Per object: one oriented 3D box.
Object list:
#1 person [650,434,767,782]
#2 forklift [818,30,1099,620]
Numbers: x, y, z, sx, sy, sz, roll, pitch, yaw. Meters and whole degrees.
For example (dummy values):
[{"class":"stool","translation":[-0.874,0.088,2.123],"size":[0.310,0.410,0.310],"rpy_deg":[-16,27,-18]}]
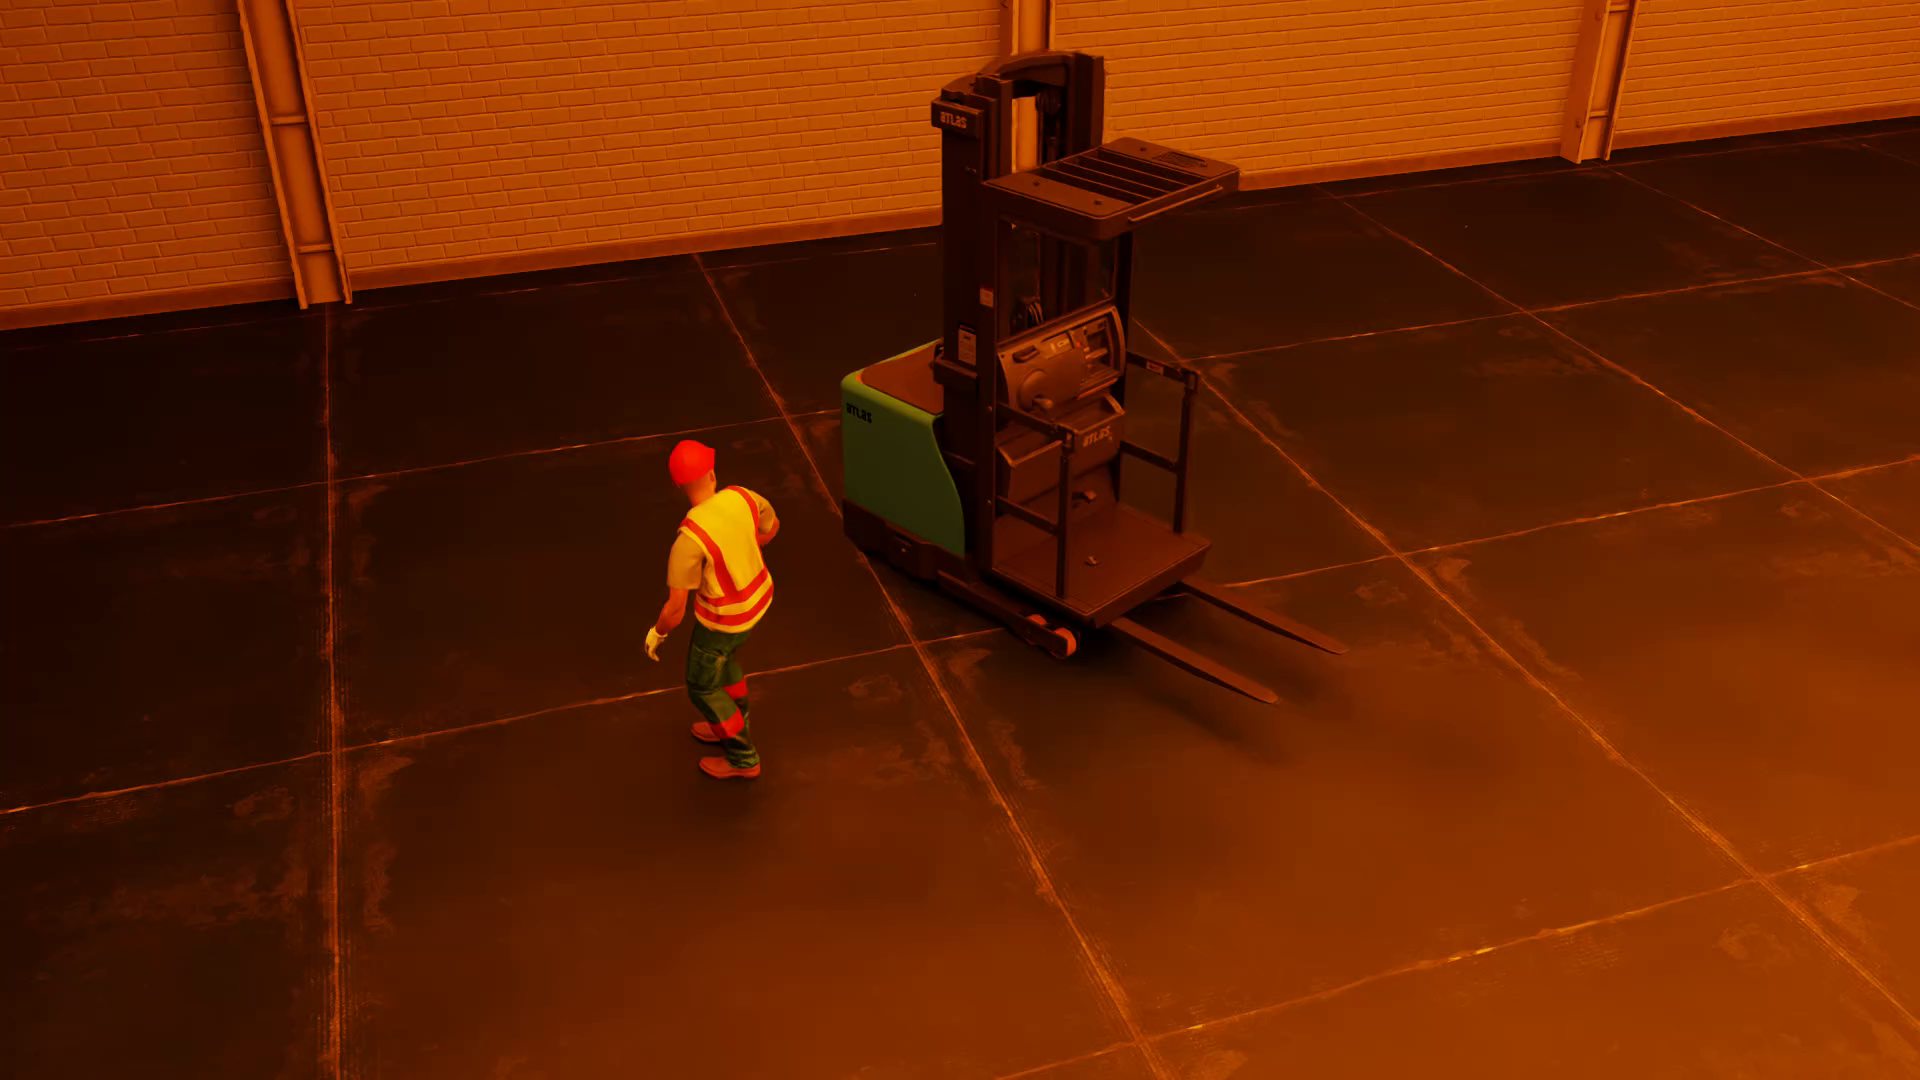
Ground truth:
[{"class":"person","translation":[-1.141,0.315,7.699],"size":[0.453,1.778,0.614],"rpy_deg":[12,32,20]},{"class":"forklift","translation":[0.150,-1.553,9.786],"size":[1.130,2.935,3.031],"rpy_deg":[9,31,15]}]
